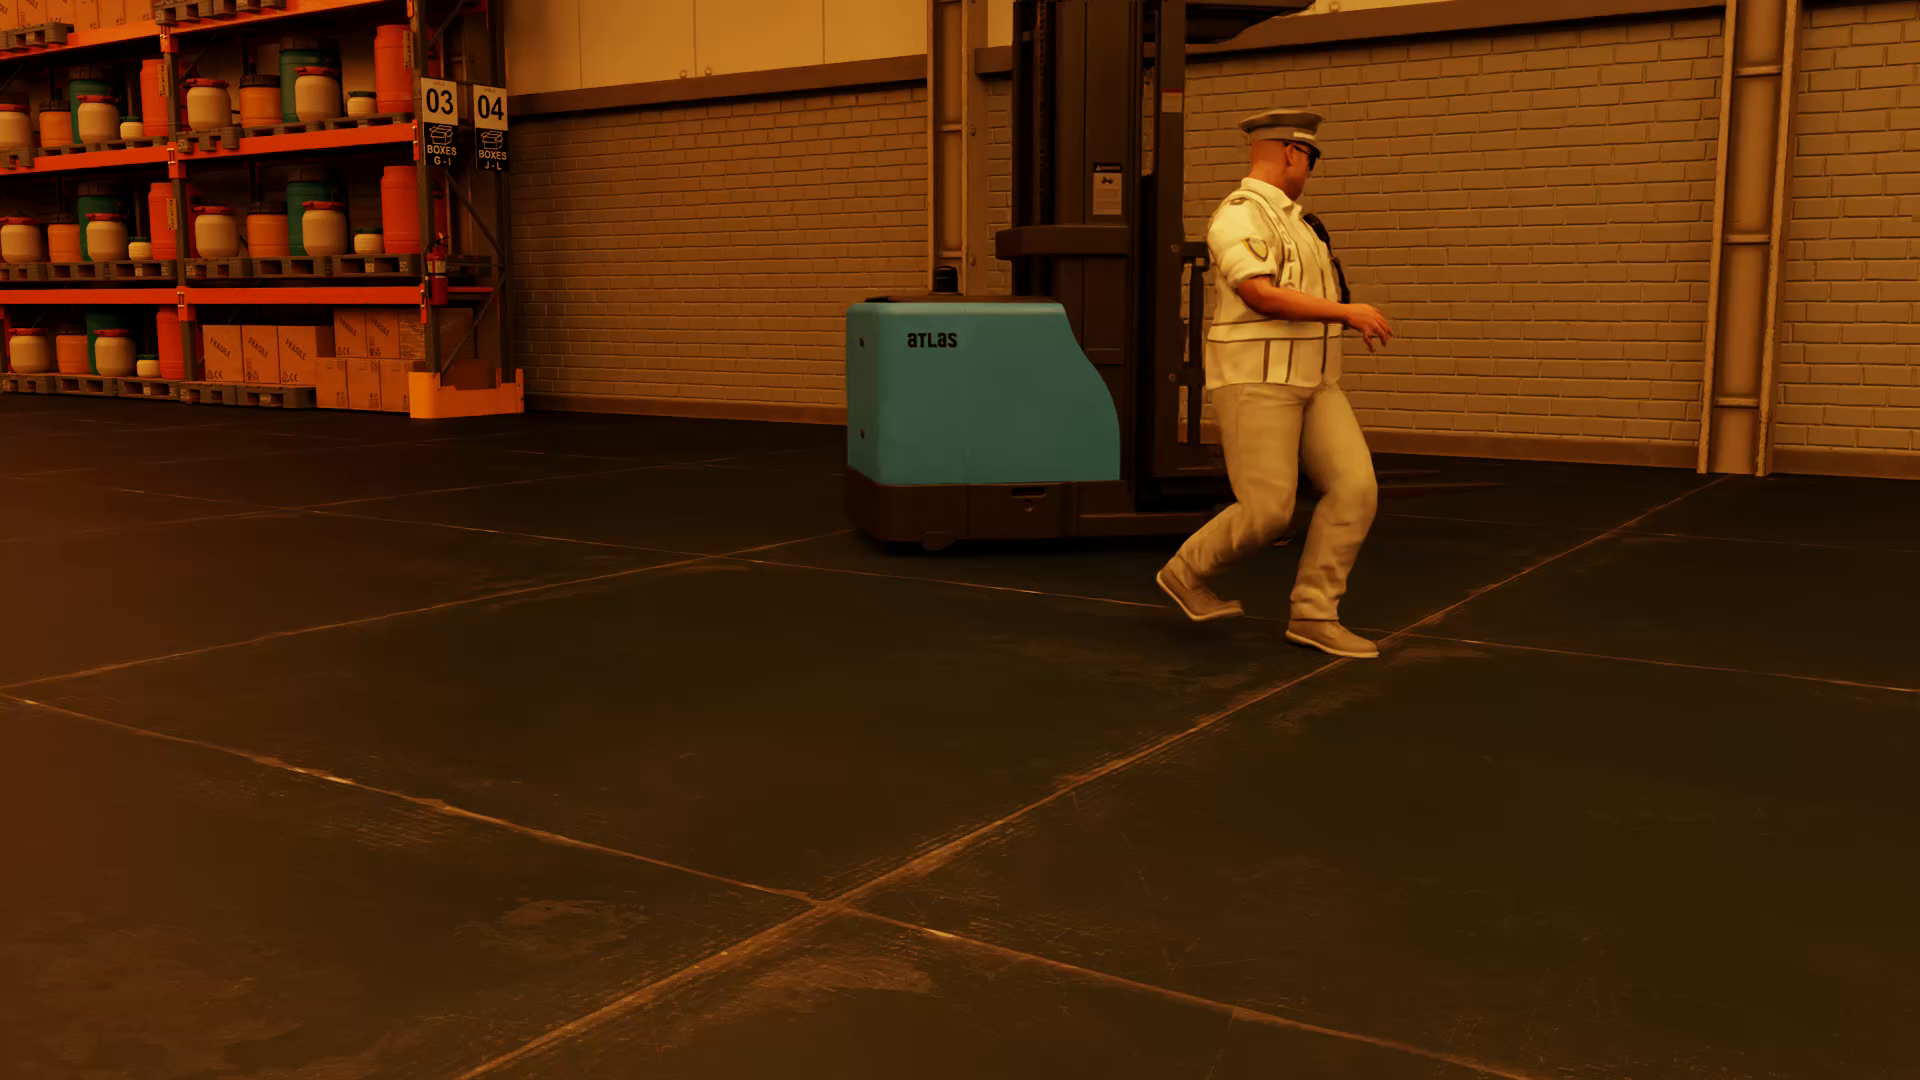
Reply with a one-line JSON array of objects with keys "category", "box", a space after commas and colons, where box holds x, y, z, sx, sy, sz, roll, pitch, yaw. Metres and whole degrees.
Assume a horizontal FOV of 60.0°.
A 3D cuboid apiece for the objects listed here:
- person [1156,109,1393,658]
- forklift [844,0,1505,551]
[{"category": "person", "box": [0.993, -0.498, 5.233, 0.628, 1.678, 0.779, -7, 11, -40]}, {"category": "forklift", "box": [1.024, -1.487, 7.651, 3.031, 2.935, 1.130, -2, 8, -13]}]
